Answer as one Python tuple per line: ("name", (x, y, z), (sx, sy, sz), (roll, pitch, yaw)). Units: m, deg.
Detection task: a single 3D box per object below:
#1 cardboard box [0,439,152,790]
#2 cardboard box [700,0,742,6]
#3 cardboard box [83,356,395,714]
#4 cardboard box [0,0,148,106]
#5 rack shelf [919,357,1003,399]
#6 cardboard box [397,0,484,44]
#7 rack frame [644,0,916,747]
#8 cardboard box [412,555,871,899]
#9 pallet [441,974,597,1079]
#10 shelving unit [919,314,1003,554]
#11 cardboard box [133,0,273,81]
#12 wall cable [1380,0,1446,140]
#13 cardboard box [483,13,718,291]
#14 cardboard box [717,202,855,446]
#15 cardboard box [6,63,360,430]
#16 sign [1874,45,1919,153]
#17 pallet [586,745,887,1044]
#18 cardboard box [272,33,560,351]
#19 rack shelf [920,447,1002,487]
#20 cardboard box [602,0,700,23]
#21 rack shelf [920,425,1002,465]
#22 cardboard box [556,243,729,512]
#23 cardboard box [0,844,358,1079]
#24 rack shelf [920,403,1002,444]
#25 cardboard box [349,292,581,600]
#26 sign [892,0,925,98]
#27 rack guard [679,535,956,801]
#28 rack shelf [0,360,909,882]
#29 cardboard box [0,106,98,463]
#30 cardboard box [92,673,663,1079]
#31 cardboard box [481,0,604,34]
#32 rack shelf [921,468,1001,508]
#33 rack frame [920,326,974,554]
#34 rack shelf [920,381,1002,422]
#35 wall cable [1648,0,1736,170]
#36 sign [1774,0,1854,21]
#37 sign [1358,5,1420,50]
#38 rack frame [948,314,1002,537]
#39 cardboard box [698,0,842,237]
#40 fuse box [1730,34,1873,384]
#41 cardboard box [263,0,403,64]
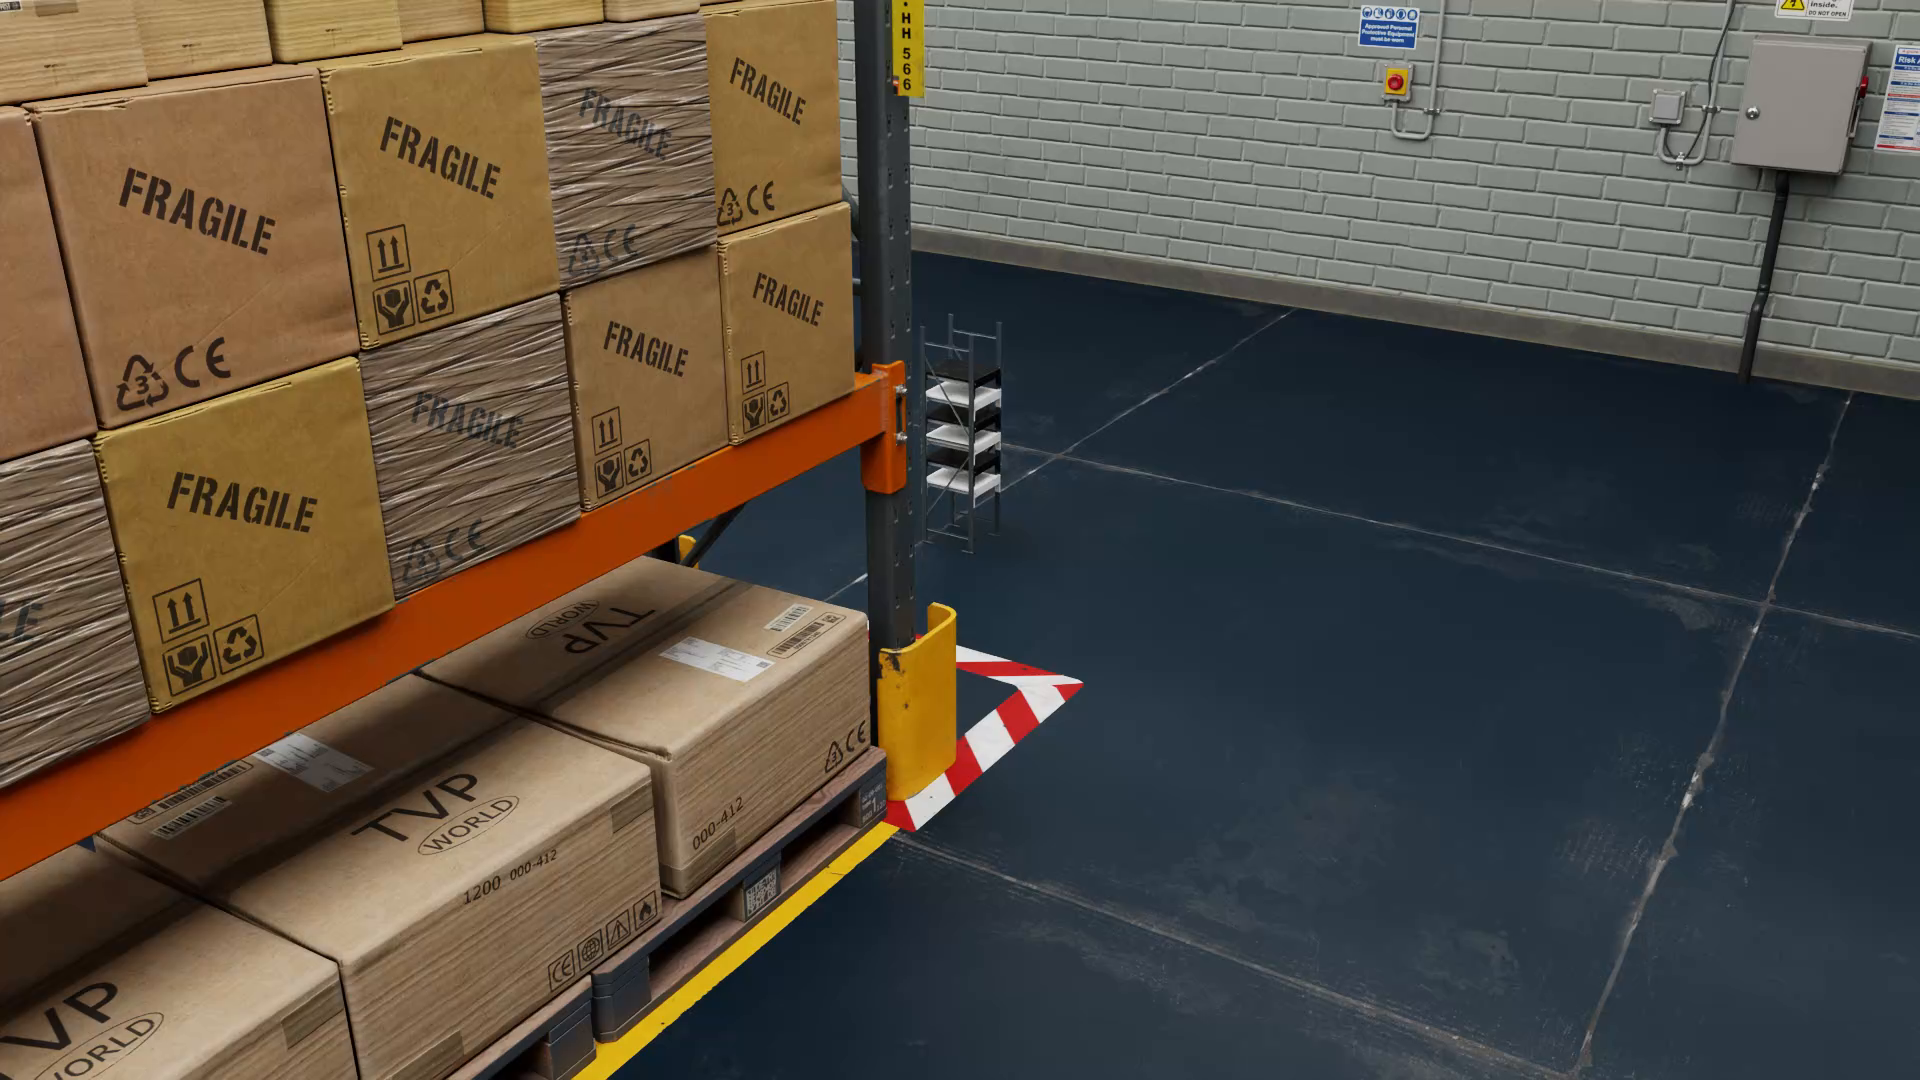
("cardboard box", (-1.690, 0.104, 2.608), (0.500, 0.500, 0.500), (14, 27, 29))
("cardboard box", (-0.719, -1.310, 3.798), (0.380, 0.149, 0.250), (14, 27, 30))
("cardboard box", (-1.418, -0.070, 3.009), (0.500, 0.500, 0.500), (15, 27, 30))
("cardboard box", (-1.490, -0.776, 2.565), (0.380, 0.149, 0.250), (14, 27, 29))
("rack shelf", (0.004, -0.633, 6.484), (0.258, 0.077, 0.200), (14, 27, 29))
("cardboard box", (-1.150, -1.055, 3.210), (0.380, 0.149, 0.250), (14, 27, 28))
("rack frame", (-0.587, -0.761, 4.732), (1.000, 3.000, 0.127), (14, 27, 29))
("cardboard box", (-0.850, 0.466, 4.595), (0.875, 0.438, 0.875), (13, 27, 27))
("pallet", (-1.586, 1.215, 3.677), (1.003, 0.211, 1.213), (14, 27, 29))
("shelving unit", (0.004, -0.416, 6.578), (0.258, 0.900, 0.210), (14, 27, 29))
("cardboard box", (-1.387, -0.873, 2.791), (0.380, 0.149, 0.250), (15, 27, 31))
("wall cable", (2.368, -3.150, 8.931), (0.585, 1.953, 0.123), (14, 27, 29))
("cardboard box", (-0.890, -0.870, 3.601), (0.500, 0.500, 0.500), (14, 27, 29))
("cardboard box", (-0.616, -0.589, 4.208), (0.500, 0.500, 0.500), (14, 27, 29))
("cardboard box", (-1.420, -0.535, 2.826), (0.500, 0.500, 0.500), (14, 27, 29))
("sign", (4.604, -2.102, 7.950), (0.329, 0.494, 0.001), (14, 27, 29))
("pallet", (-0.942, 0.805, 4.625), (1.003, 0.211, 1.213), (14, 27, 29))
("cardboard box", (-1.153, -0.704, 3.217), (0.500, 0.500, 0.500), (14, 27, 29))
("rack shelf", (0.004, -0.303, 6.627), (0.258, 0.077, 0.200), (14, 27, 29))
("cardboard box", (-0.784, -1.205, 3.556), (0.380, 0.149, 0.250), (14, 27, 28))
("rack shelf", (0.004, -0.385, 6.591), (0.258, 0.077, 0.200), (14, 27, 29))
("cardboard box", (-0.894, -0.422, 3.824), (0.500, 0.500, 0.500), (13, 27, 28))
("cardboard box", (-1.803, 1.081, 3.175), (0.875, 0.438, 0.875), (13, 27, 27))
("rack shelf", (0.004, -0.468, 6.555), (0.258, 0.077, 0.200), (14, 27, 29))
("cardboard box", (-1.157, -0.247, 3.418), (0.500, 0.500, 0.500), (15, 27, 30))
("sign", (-0.133, -1.283, 4.181), (0.100, 0.325, 0.005), (14, 27, 29))
("rack guard", (-0.574, 0.378, 5.247), (1.175, 0.500, 0.348), (14, 27, 29))
("rack shelf", (-1.642, 0.244, 3.316), (1.077, 0.370, 4.000), (14, 27, 29))
("cardboard box", (-1.688, -0.365, 2.434), (0.500, 0.500, 0.500), (14, 27, 30))
("cardboard box", (-1.326, 0.777, 3.877), (0.875, 0.438, 0.875), (15, 27, 30))
("cardboard box", (-0.952, -1.128, 3.380), (0.380, 0.149, 0.250), (15, 27, 30))
("rack shelf", (0.004, -0.220, 6.662), (0.258, 0.077, 0.200), (14, 27, 29))
("rack frame", (-0.049, -0.381, 6.498), (0.240, 0.900, 0.006), (14, 27, 29))
("rack shelf", (0.004, -0.550, 6.519), (0.258, 0.077, 0.200), (14, 27, 29))
("wall cable", (3.579, -2.842, 8.260), (0.588, 1.984, 0.122), (14, 27, 29))
("sign", (4.138, -2.640, 8.033), (0.339, 0.242, 0.001), (14, 27, 29))
("sign", (2.359, -2.824, 9.157), (0.327, 0.218, 0.001), (14, 27, 29))
("rack frame", (0.058, -0.450, 6.657), (0.240, 0.900, 0.006), (14, 27, 29))
("cardboard box", (-0.639, -1.053, 4.022), (0.500, 0.500, 0.500), (15, 28, 31))
("fuse box", (4.075, -1.588, 8.265), (0.539, 1.711, 0.414), (14, 27, 29))
("cardboard box", (-1.232, -0.958, 2.986), (0.380, 0.149, 0.250), (15, 27, 30))
